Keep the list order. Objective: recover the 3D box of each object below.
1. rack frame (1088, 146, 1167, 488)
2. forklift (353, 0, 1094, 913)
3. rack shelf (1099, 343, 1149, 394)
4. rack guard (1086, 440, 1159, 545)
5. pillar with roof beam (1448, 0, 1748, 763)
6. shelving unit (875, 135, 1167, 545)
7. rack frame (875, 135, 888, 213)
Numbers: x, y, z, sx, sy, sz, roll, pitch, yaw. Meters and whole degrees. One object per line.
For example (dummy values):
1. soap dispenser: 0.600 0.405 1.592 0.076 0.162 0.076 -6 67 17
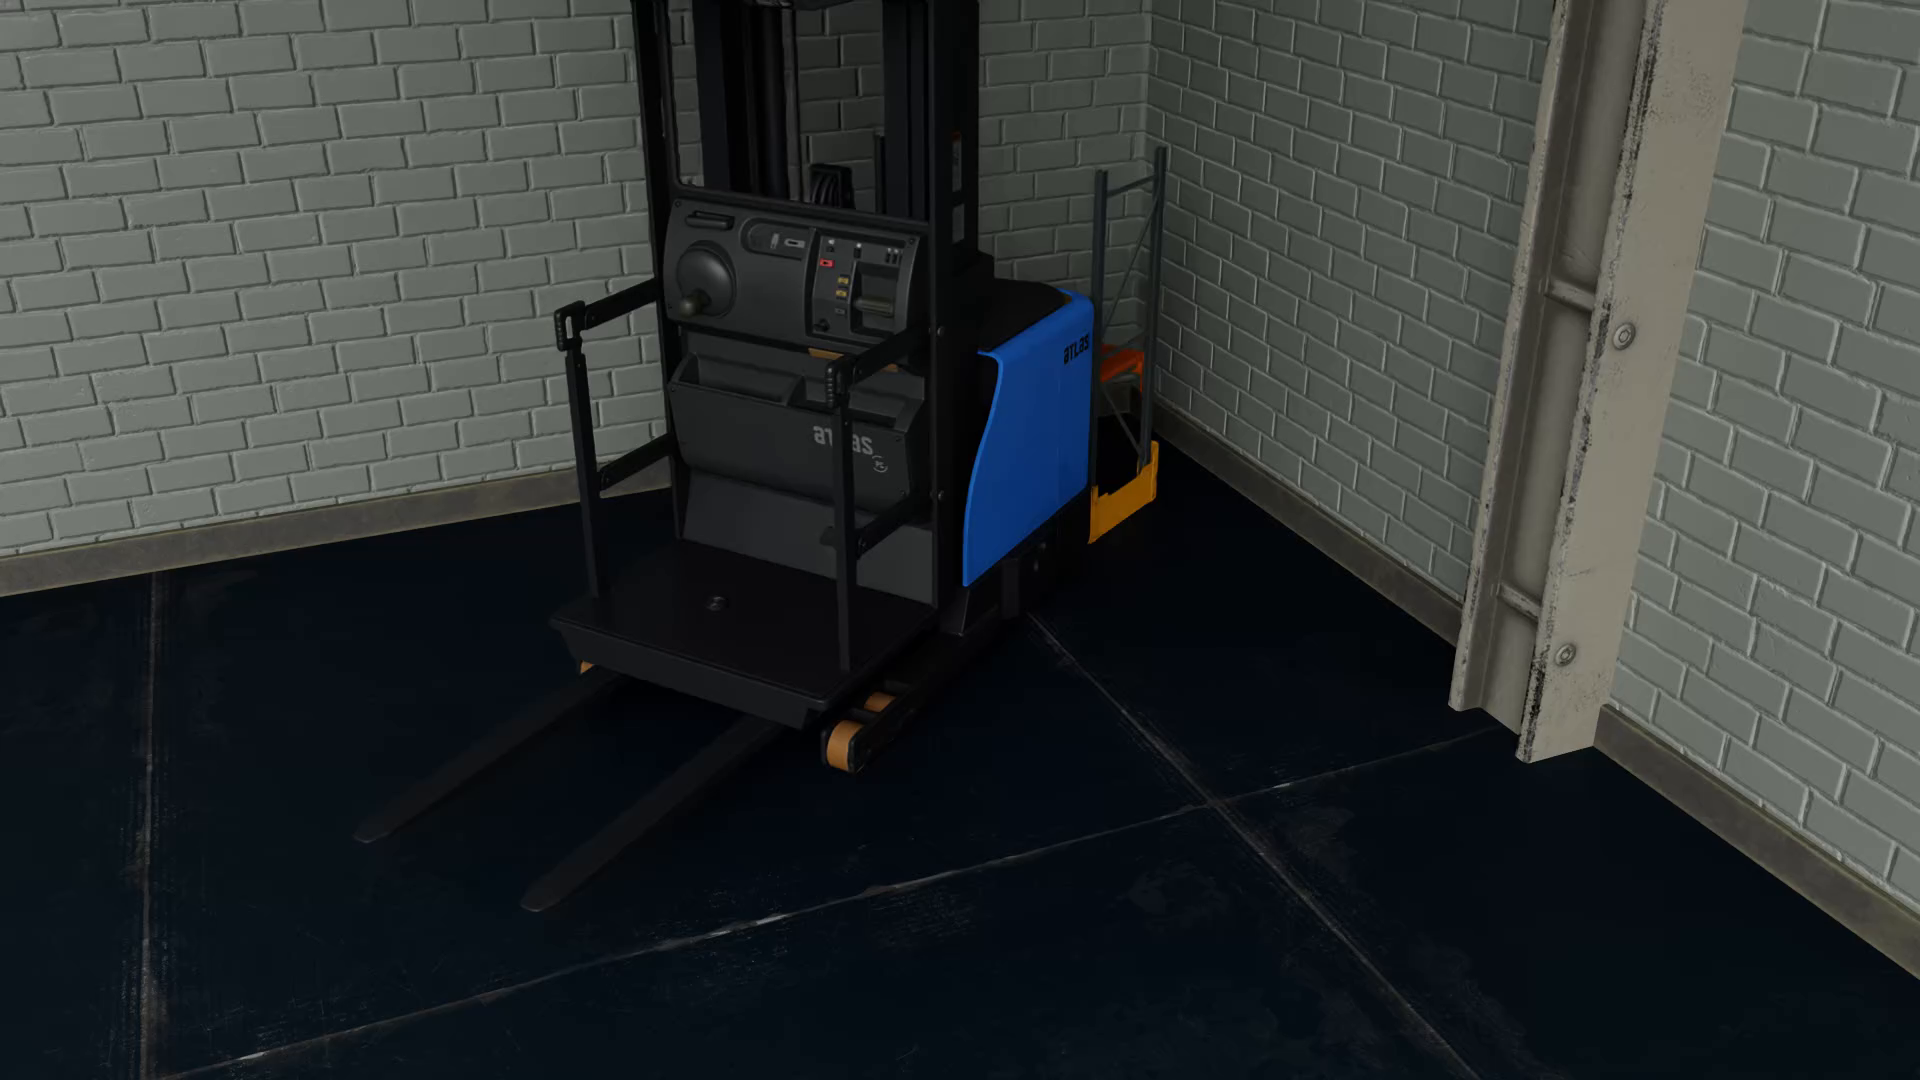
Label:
1. rack frame: 0.649 -0.765 6.608 0.032 1.500 0.500 17 31 31
2. forklift: -0.644 -0.810 5.069 1.130 2.935 3.031 14 29 26
3. rack shelf: 0.232 -0.730 6.947 1.000 0.185 0.538 17 31 31
4. rack guard: 0.648 -0.204 6.882 0.087 0.250 0.587 17 31 31
5. pillar with roof beam: -2.097 -2.699 2.021 9.100 9.000 0.400 -11 28 -21
6. shelving unit: 0.239 -0.890 6.863 1.083 1.500 0.587 17 31 31
7. rack frame: -0.186 -1.019 7.128 0.032 1.500 0.500 17 31 31
